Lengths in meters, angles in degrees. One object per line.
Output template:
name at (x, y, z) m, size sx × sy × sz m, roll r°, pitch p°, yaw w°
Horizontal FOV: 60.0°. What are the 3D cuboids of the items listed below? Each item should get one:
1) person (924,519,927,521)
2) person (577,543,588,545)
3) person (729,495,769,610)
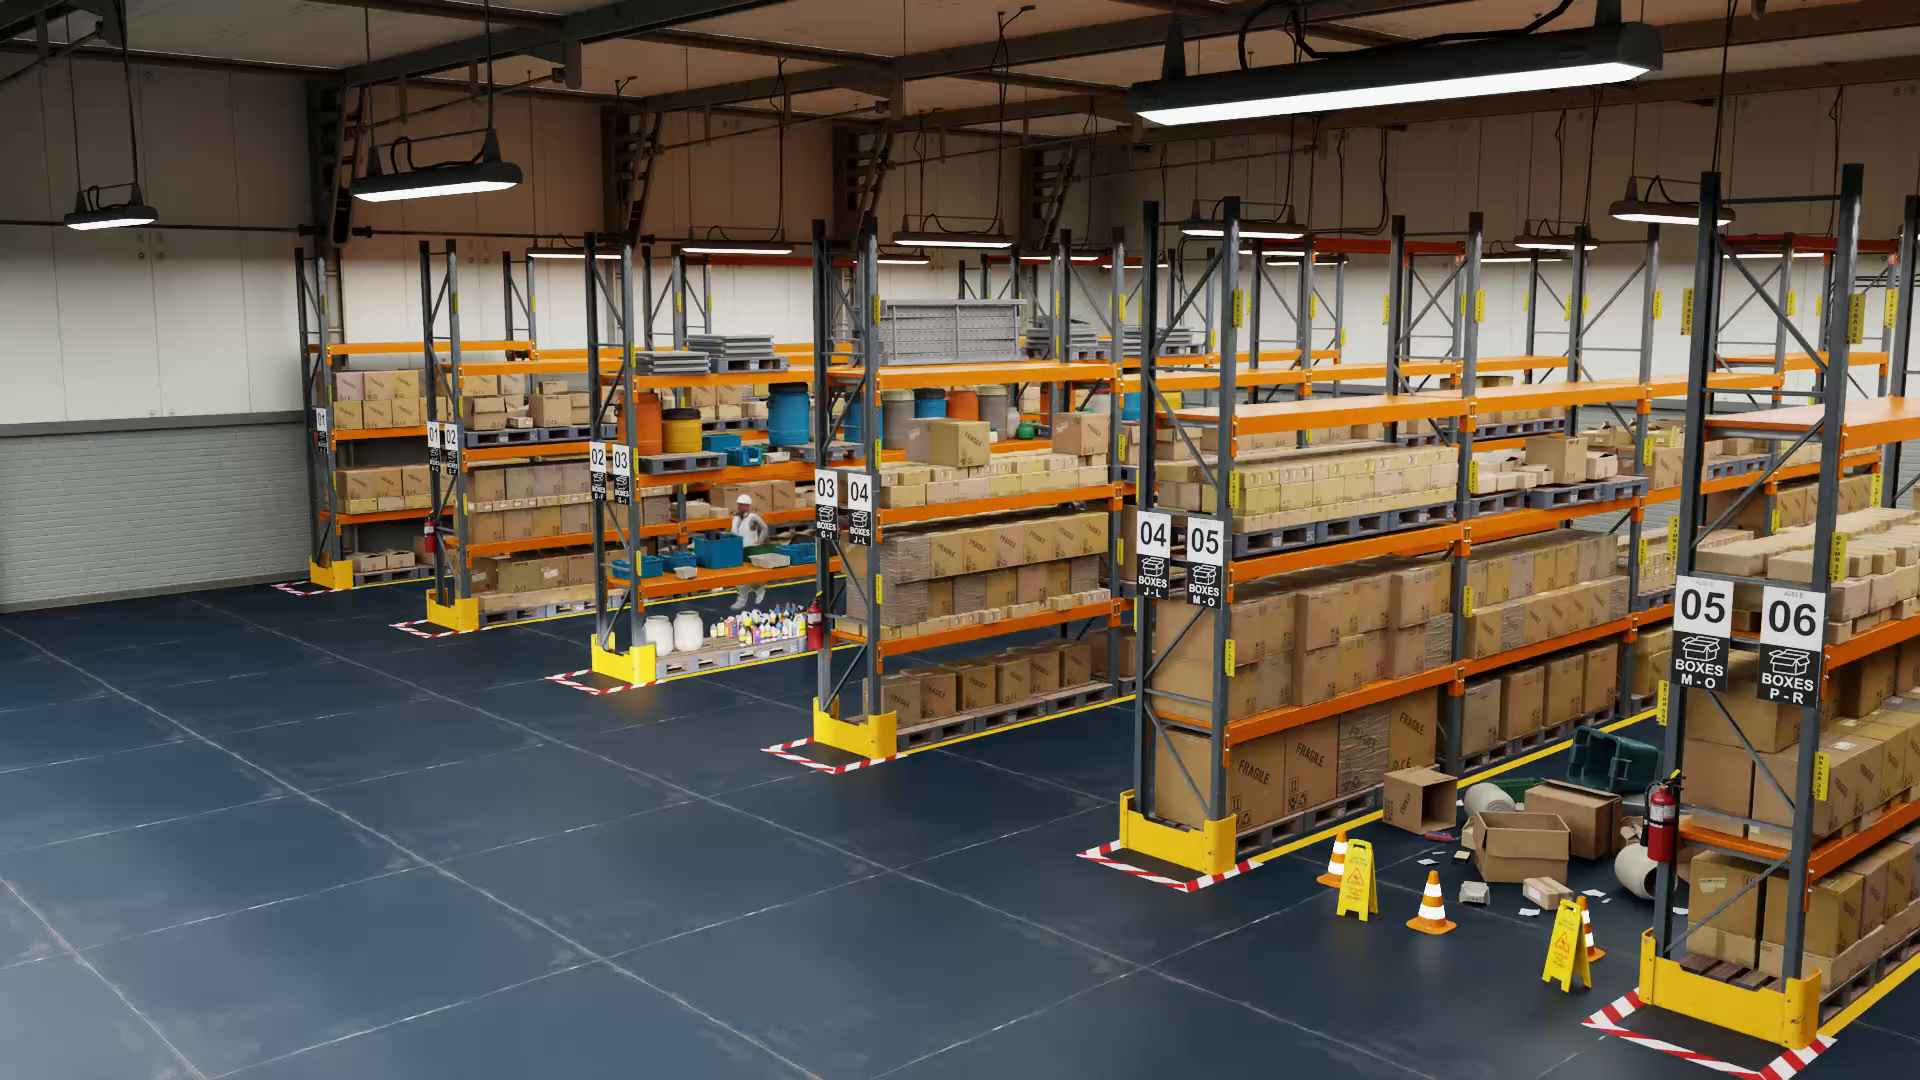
person at (-0.329, -0.084, 28.507) m, size 0.591 × 1.711 × 0.576 m, roll 8°, pitch 12°, yaw 44°
person at (-6.699, -0.051, 29.653) m, size 0.593 × 1.584 × 0.604 m, roll 8°, pitch 12°, yaw 43°
person at (-3.337, 0.174, 26.182) m, size 0.646 × 1.795 × 0.859 m, roll 6°, pitch 11°, yaw 37°
